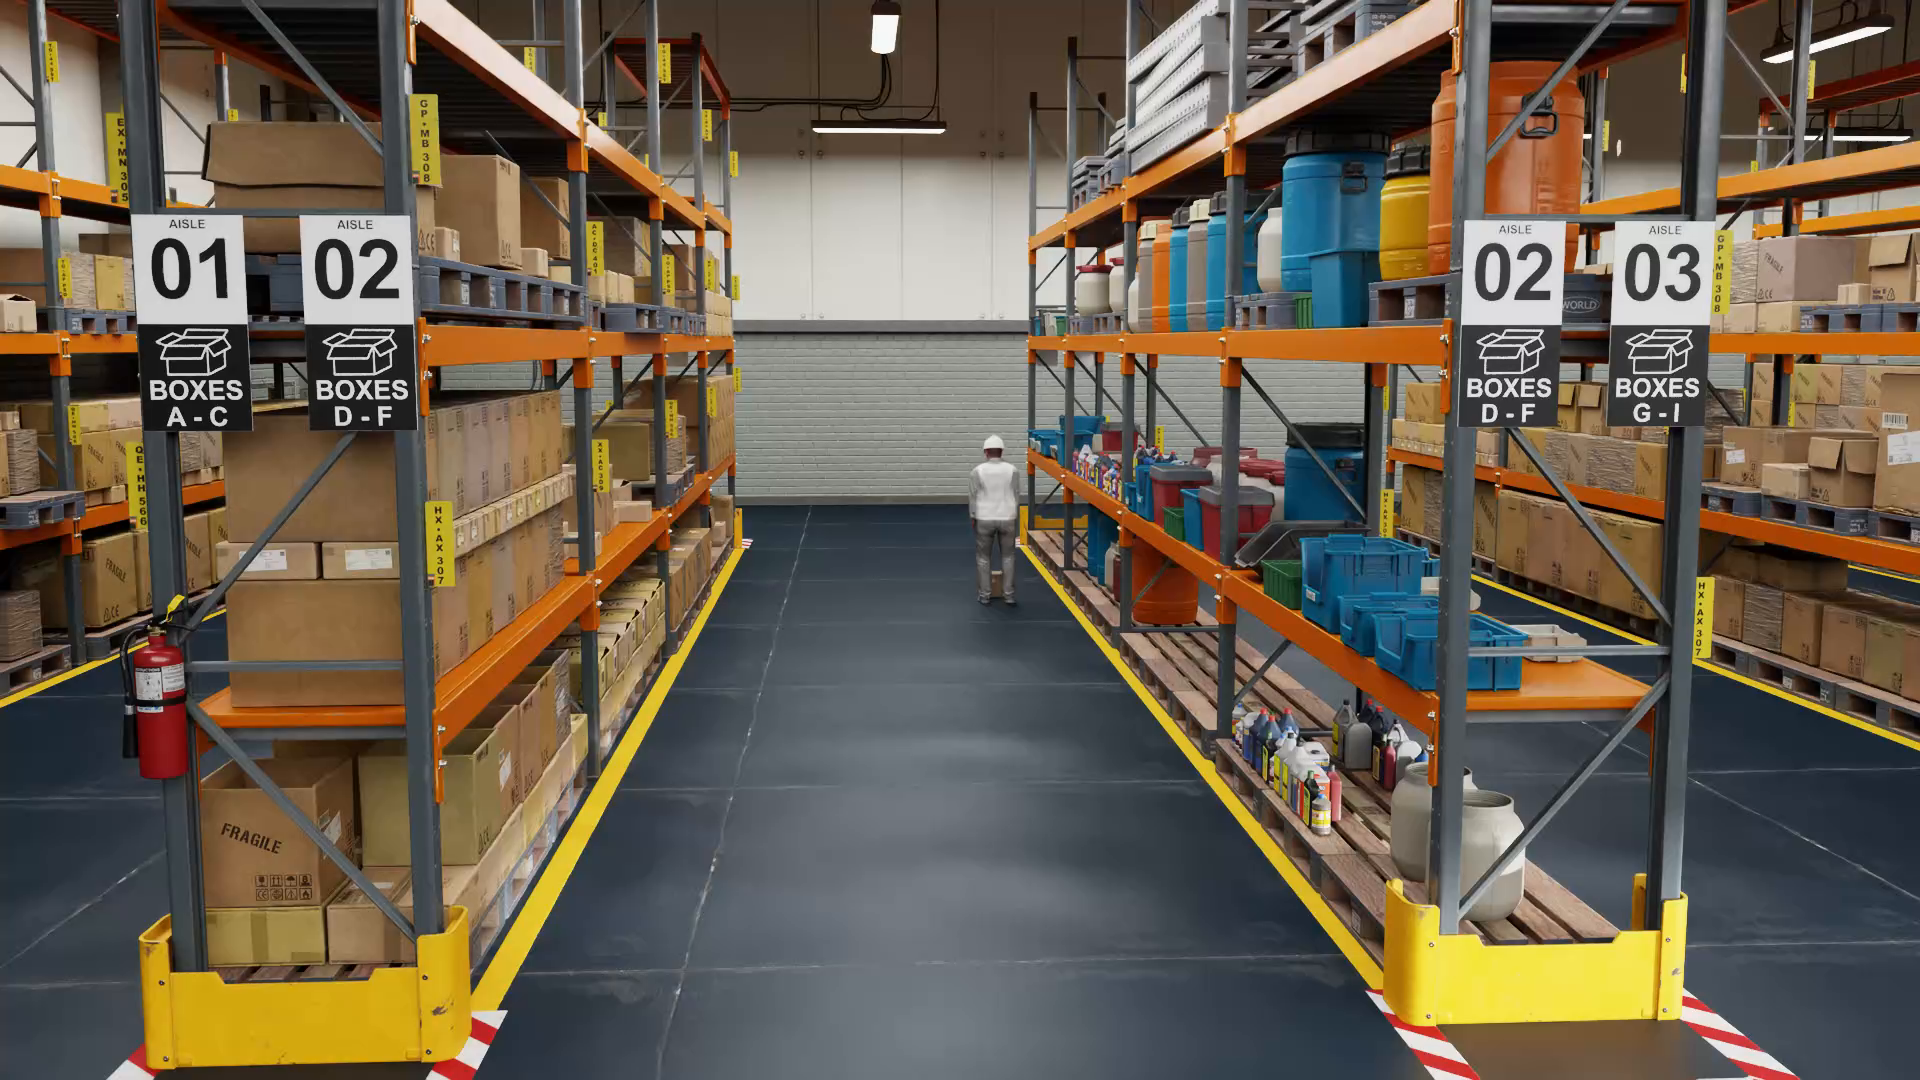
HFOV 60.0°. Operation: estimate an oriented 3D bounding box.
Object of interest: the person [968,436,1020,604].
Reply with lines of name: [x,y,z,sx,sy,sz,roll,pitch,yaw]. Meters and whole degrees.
person: [0.356,-0.208,17.491,0.540,1.760,0.389,0,7,-3]
